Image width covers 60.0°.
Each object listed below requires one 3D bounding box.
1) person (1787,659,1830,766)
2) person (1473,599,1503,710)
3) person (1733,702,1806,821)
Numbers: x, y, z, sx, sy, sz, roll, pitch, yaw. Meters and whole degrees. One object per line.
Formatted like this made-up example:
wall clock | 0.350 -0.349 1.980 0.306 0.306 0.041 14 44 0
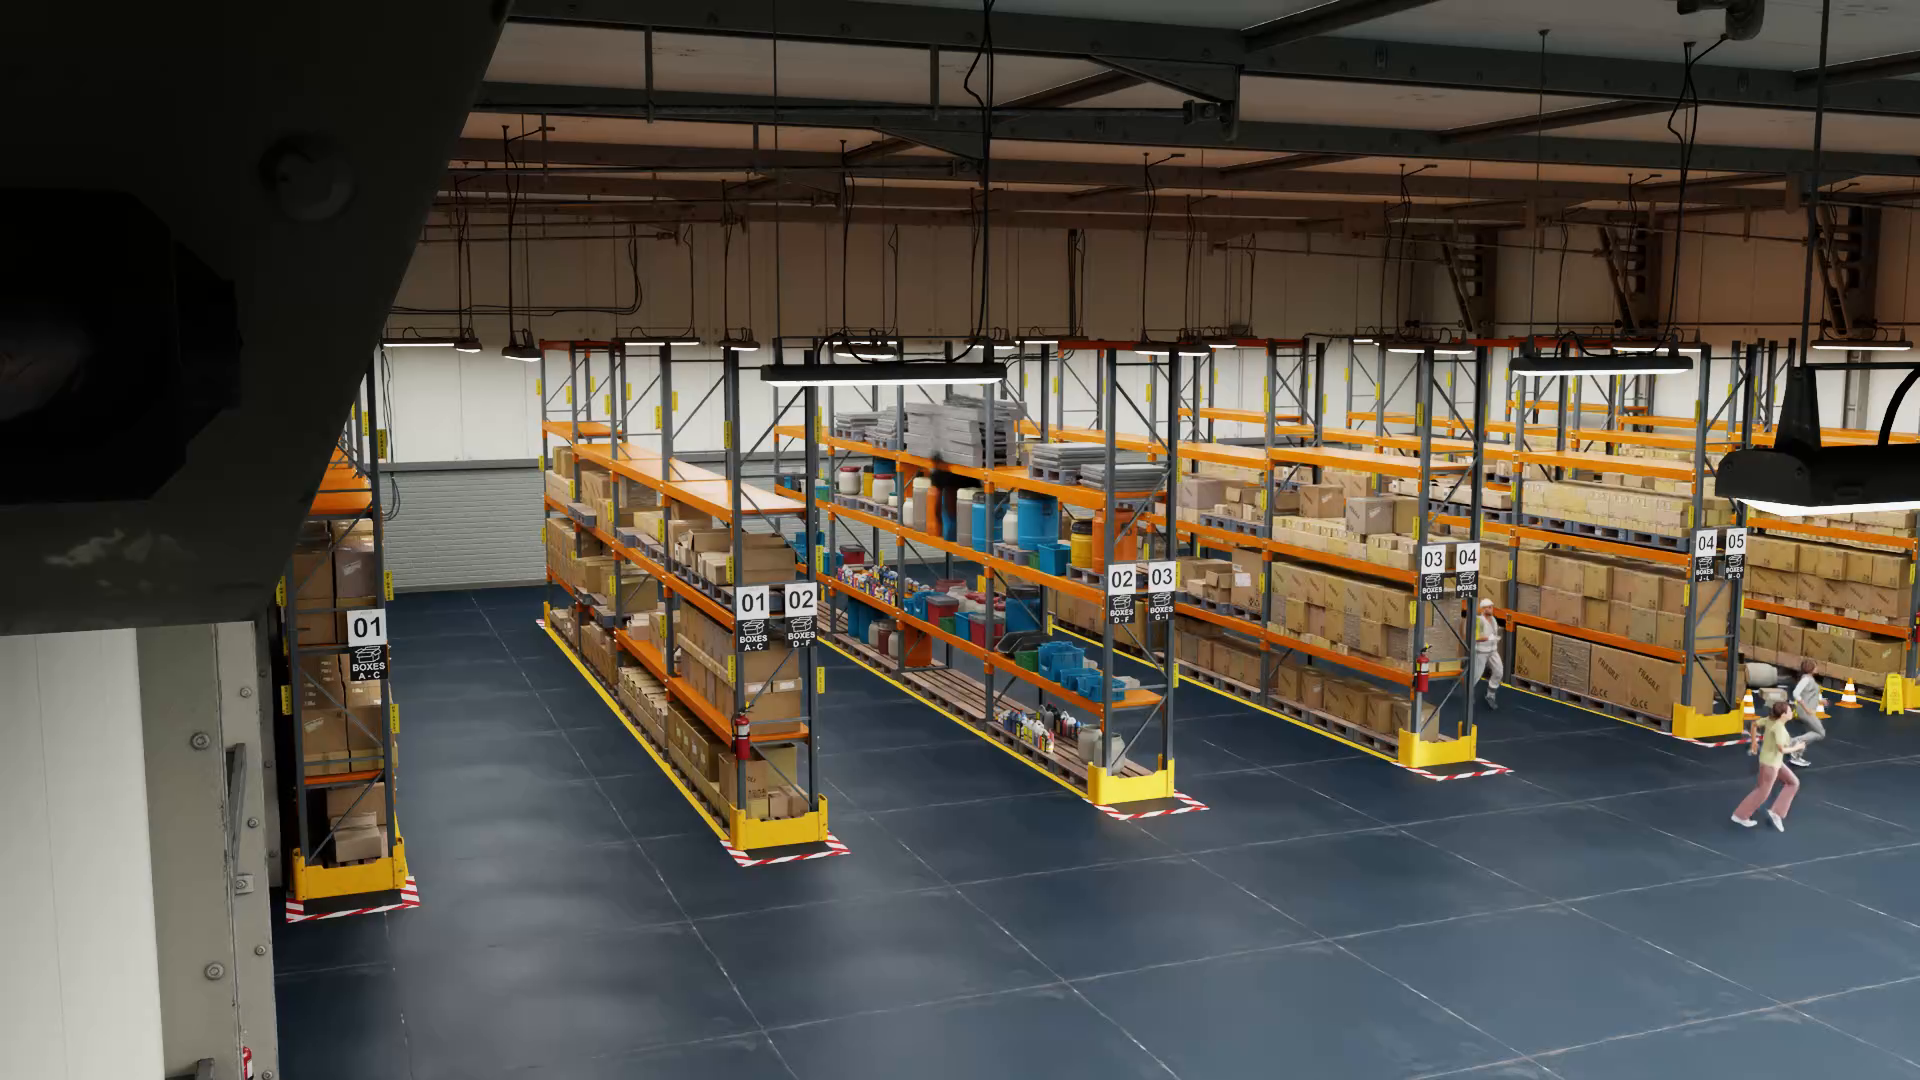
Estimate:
person | 12.168 2.473 23.830 0.531 1.557 0.535 4 8 28
person | 8.666 1.884 27.444 0.665 1.852 0.776 -4 8 -28
person | 10.100 2.759 20.732 0.771 1.547 0.603 2 8 16
